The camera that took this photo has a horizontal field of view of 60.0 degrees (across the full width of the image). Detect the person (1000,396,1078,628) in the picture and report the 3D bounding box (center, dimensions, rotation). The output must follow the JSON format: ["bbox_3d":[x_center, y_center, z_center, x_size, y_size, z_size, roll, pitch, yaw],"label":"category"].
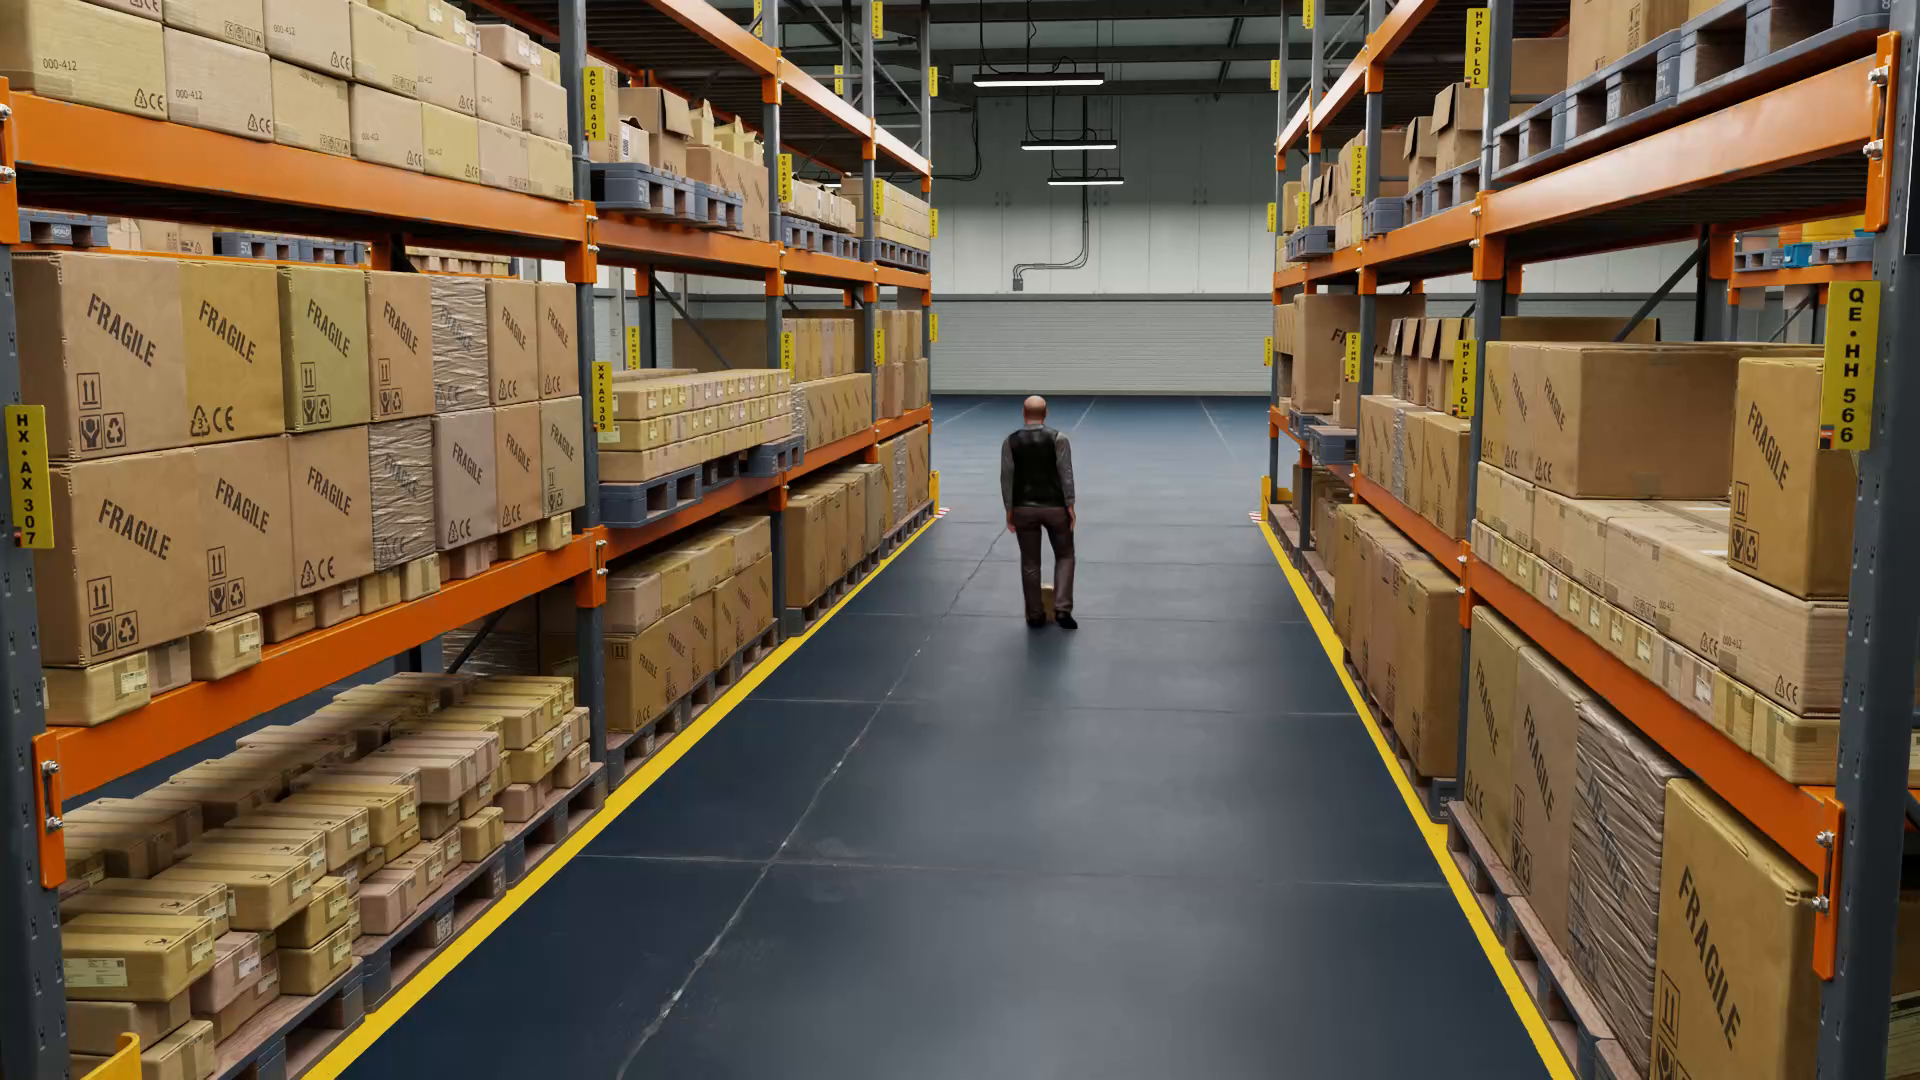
[{"bbox_3d":[0.602,-0.198,12.369,0.573,1.751,0.491,2,8,12],"label":"person"}]
